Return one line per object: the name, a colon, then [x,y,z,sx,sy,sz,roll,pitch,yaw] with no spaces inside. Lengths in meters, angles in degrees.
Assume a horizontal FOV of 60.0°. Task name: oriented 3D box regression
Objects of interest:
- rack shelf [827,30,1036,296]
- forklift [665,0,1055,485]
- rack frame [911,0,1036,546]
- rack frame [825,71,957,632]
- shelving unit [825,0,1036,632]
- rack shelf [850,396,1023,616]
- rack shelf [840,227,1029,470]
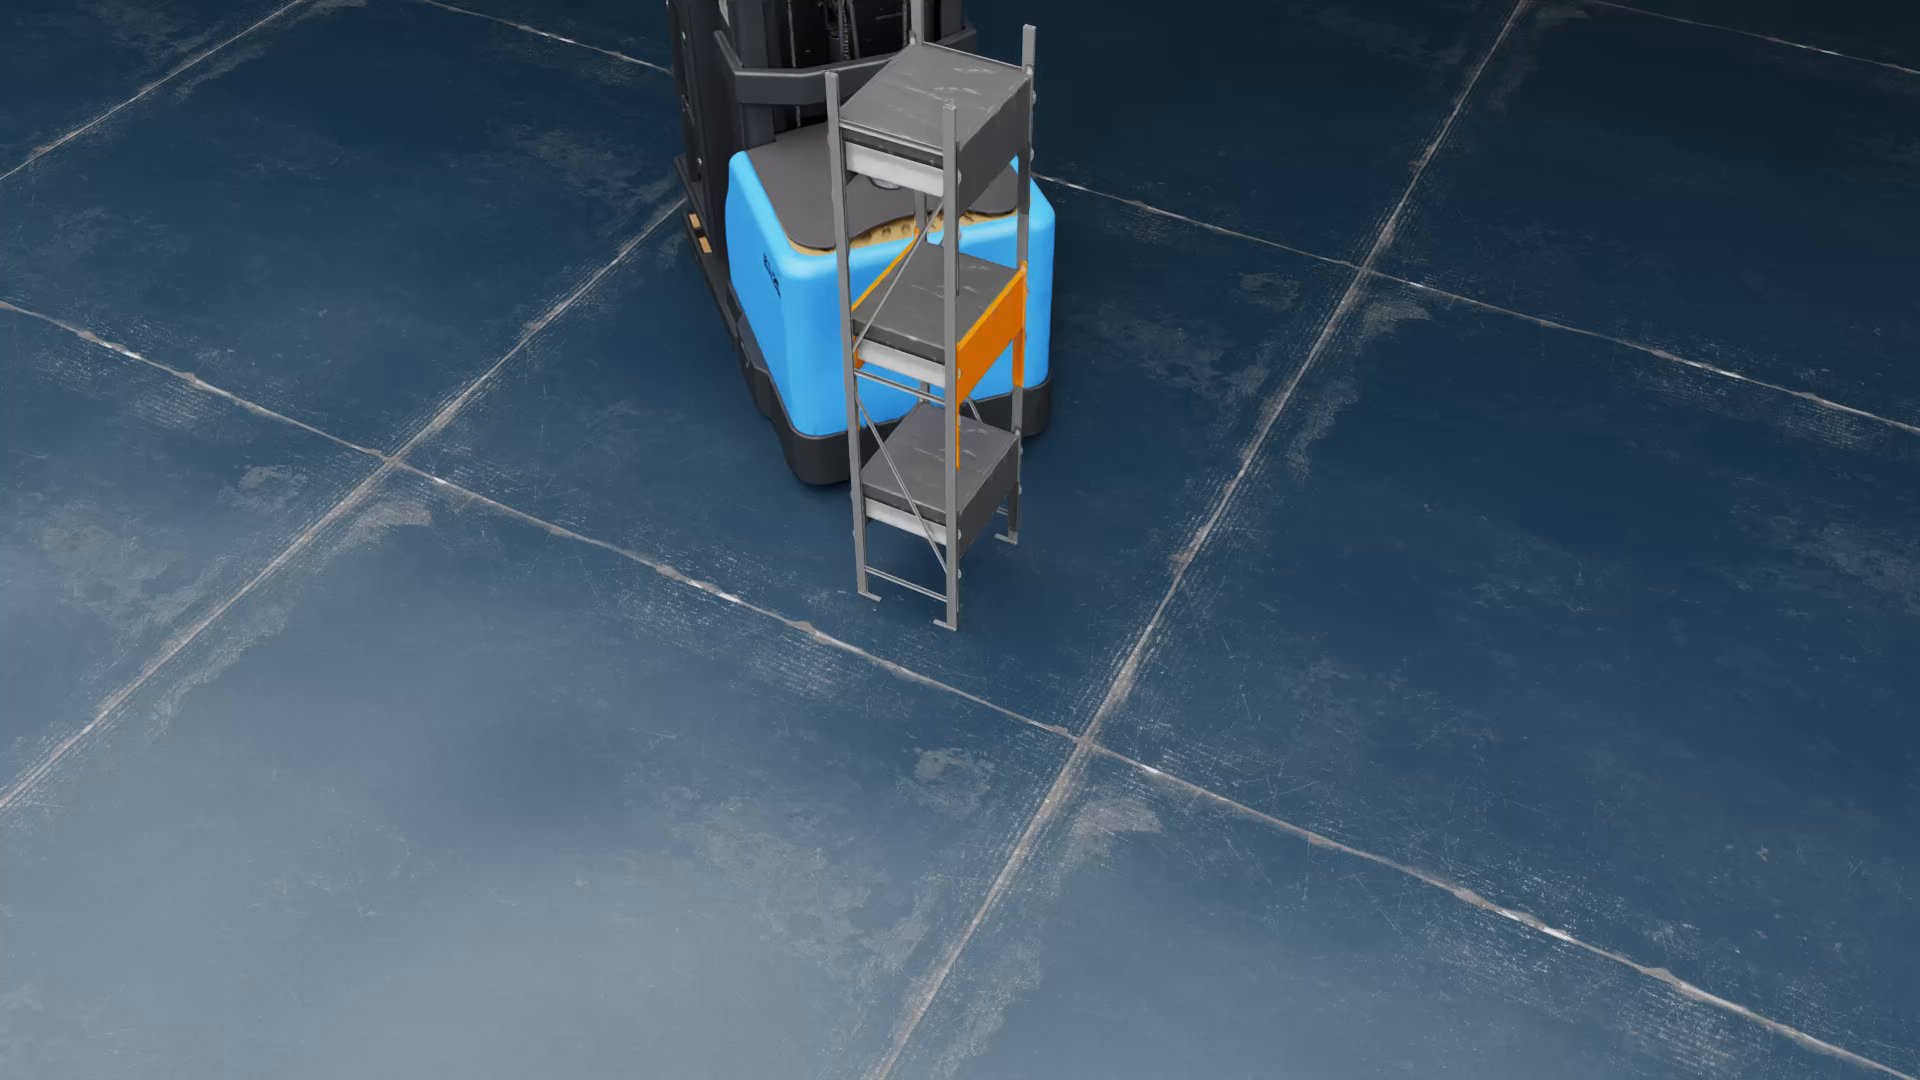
rack shelf: [-0.077,-1.116,4.912,0.431,0.518,0.480,20,49,19]
forklift: [-0.615,-2.307,6.469,1.130,2.935,3.031,-14,47,-14]
rack frame: [0.036,-0.788,5.552,0.400,2.100,0.015,20,49,19]
rack frame: [-0.190,-0.480,5.248,0.400,2.100,0.015,20,49,19]
shelving unit: [-0.077,-0.634,5.400,0.431,2.100,0.503,20,49,19]
rack shelf: [-0.077,-0.132,5.908,0.431,0.518,0.480,20,49,19]
rack shelf: [-0.077,-0.624,5.410,0.431,0.518,0.480,20,49,19]
